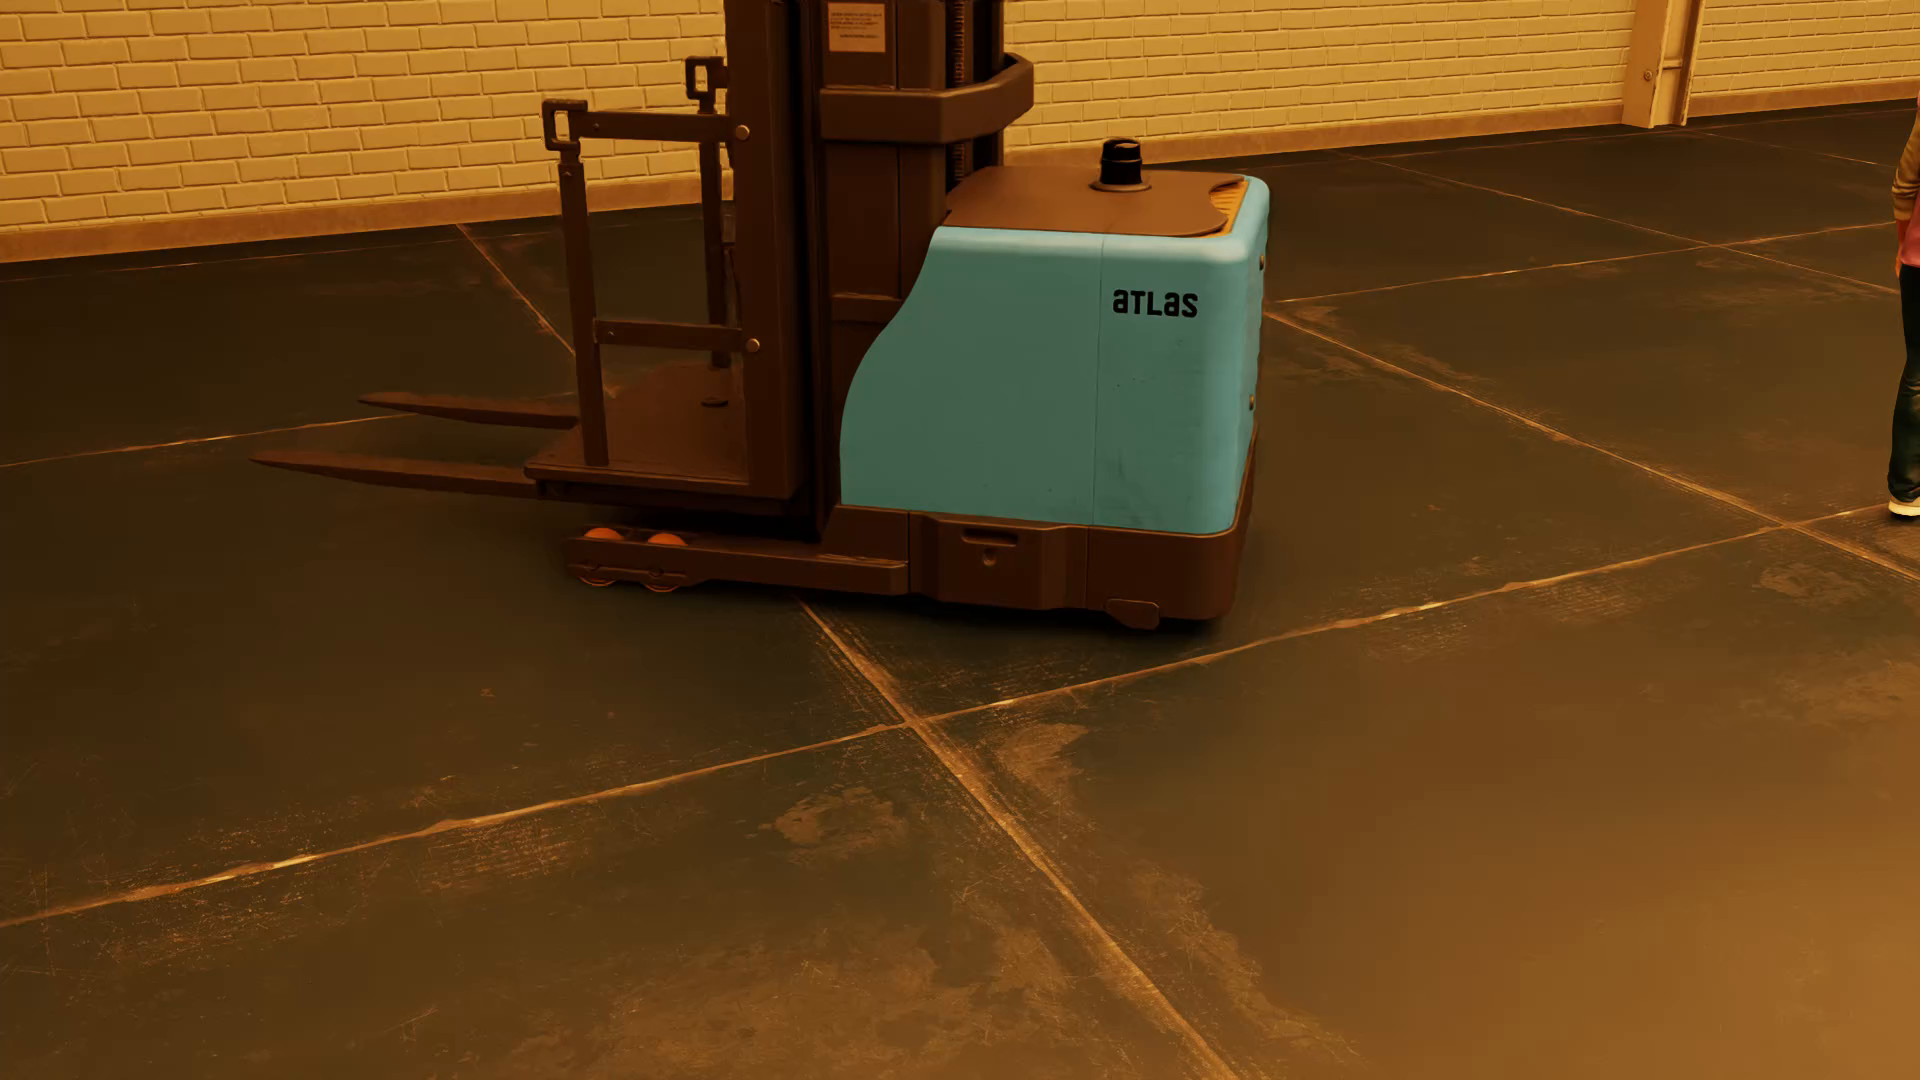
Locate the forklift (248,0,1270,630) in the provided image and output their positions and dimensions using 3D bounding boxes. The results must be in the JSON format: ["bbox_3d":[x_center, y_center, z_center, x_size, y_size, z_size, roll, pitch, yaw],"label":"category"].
[{"bbox_3d":[-0.650,-1.393,4.640,3.031,2.935,1.130,5,23,12],"label":"forklift"}]

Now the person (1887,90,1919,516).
[{"bbox_3d":[3.072,-0.826,4.994,0.473,1.599,0.519,-11,25,-24],"label":"person"}]
